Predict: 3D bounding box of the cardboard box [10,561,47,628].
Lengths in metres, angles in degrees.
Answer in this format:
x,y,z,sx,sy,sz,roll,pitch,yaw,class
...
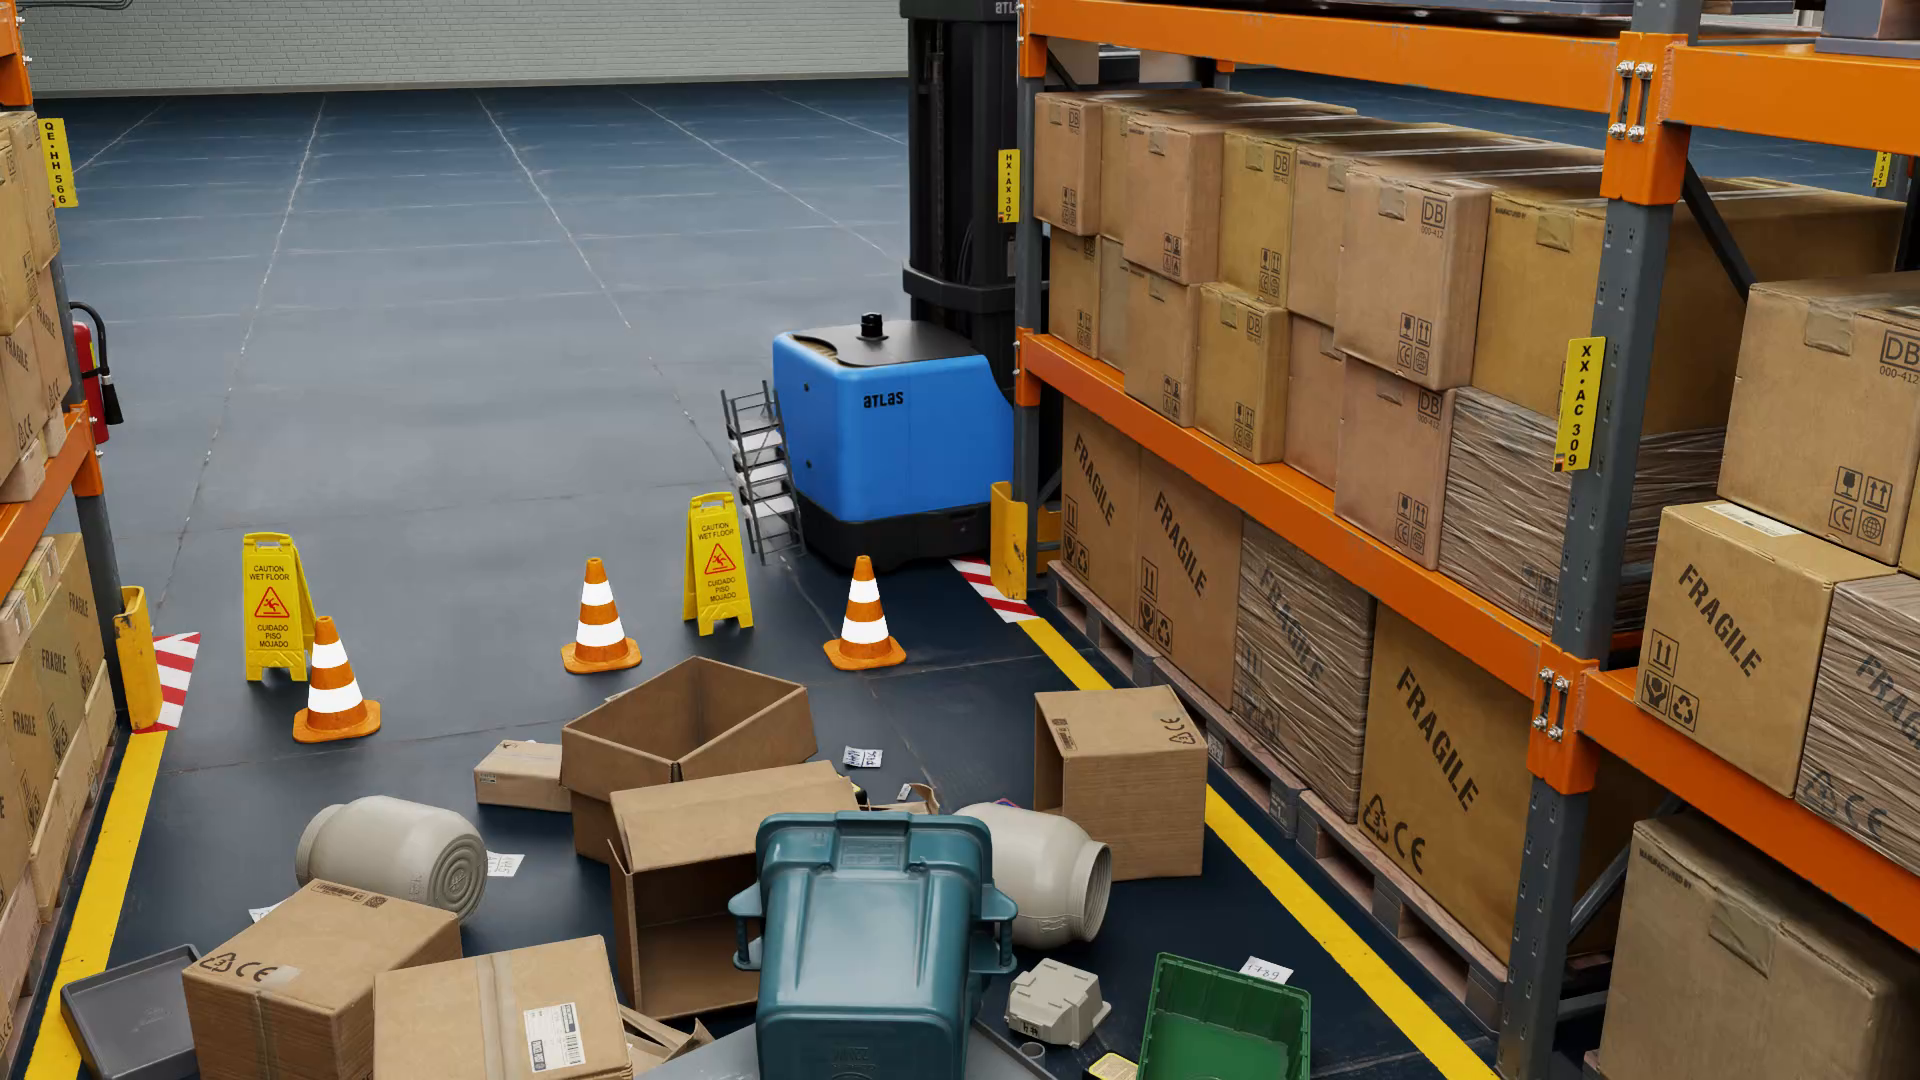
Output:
x,y,z,sx,sy,sz,roll,pitch,yaw,class
-3.162,0.196,5.311,0.380,0.149,0.250,-6,21,-16,cardboard box

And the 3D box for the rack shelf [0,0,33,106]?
x,y,z,sx,sy,sz,roll,pitch,yaw,class
-3.288,-1.095,4.153,1.077,0.370,4.000,-6,21,-17,rack shelf

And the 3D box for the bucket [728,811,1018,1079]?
x,y,z,sx,sy,sz,roll,pitch,yaw,class
-0.223,1.089,4.042,0.726,0.611,0.620,1,30,2,bucket

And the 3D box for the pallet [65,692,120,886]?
x,y,z,sx,sy,sz,roll,pitch,yaw,class
-3.671,0.938,5.993,1.003,0.211,1.213,-6,21,-17,pallet

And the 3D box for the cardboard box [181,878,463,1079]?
x,y,z,sx,sy,sz,roll,pitch,yaw,class
-1.704,1.307,4.534,0.500,0.500,0.500,8,21,20,cardboard box

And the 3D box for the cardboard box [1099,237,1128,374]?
x,y,z,sx,sy,sz,roll,pitch,yaw,class
1.104,-1.004,7.052,0.875,0.550,0.550,-6,21,-17,cardboard box

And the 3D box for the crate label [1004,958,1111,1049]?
x,y,z,sx,sy,sz,roll,pitch,yaw,class
0.277,1.365,4.914,0.250,0.136,0.298,12,23,30,crate label

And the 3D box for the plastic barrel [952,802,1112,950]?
x,y,z,sx,sy,sz,roll,pitch,yaw,class
0.196,1.073,5.302,0.512,0.421,0.421,8,21,20,plastic barrel

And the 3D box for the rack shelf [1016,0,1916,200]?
x,y,z,sx,sy,sz,roll,pitch,yaw,class
1.380,-1.653,5.708,1.077,0.370,4.000,-6,21,-17,rack shelf

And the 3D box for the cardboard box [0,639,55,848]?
x,y,z,sx,sy,sz,roll,pitch,yaw,class
-3.098,0.640,5.036,0.500,0.500,0.500,-7,21,-18,cardboard box

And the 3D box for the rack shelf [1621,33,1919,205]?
x,y,z,sx,sy,sz,roll,pitch,yaw,class
2.637,-0.369,2.134,1.077,0.370,4.000,-6,21,-17,rack shelf

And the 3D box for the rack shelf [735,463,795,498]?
x,y,z,sx,sy,sz,roll,pitch,yaw,class
-0.996,-0.309,8.498,0.258,0.077,0.200,-15,23,-17,rack shelf

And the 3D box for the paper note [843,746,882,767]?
x,y,z,sx,sy,sz,roll,pitch,yaw,class
-0.381,0.847,6.516,0.144,0.017,0.142,1,20,2,paper note

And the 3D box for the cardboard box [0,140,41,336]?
x,y,z,sx,sy,sz,roll,pitch,yaw,class
-3.138,-0.864,4.818,0.700,0.500,0.500,-7,21,-18,cardboard box

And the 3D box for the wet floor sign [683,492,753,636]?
x,y,z,sx,sy,sz,roll,pitch,yaw,class
-1.138,0.088,7.718,0.267,0.644,0.232,-10,22,-27,wet floor sign

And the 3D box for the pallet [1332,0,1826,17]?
x,y,z,sx,sy,sz,roll,pitch,yaw,class
1.761,-1.572,4.548,1.003,0.211,1.213,-6,21,-17,pallet

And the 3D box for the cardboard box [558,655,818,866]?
x,y,z,sx,sy,sz,roll,pitch,yaw,class
-0.961,0.806,5.927,0.637,0.503,0.797,12,23,30,cardboard box

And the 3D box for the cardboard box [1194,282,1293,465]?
x,y,z,sx,sy,sz,roll,pitch,yaw,class
1.367,-0.645,6.053,0.875,0.550,0.500,-6,21,-17,cardboard box

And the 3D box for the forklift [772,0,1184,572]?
x,y,z,sx,sy,sz,roll,pitch,yaw,class
0.544,-1.546,8.886,3.031,2.935,1.130,-10,22,-25,forklift

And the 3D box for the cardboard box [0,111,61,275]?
x,y,z,sx,sy,sz,roll,pitch,yaw,class
-3.548,-1.180,5.698,0.700,0.500,0.500,-7,21,-19,cardboard box

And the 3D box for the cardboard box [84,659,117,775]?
x,y,z,sx,sy,sz,roll,pitch,yaw,class
-3.399,0.672,6.055,0.500,0.250,0.500,-6,21,-17,cardboard box

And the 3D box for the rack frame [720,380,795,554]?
x,y,z,sx,sy,sz,roll,pitch,yaw,class
-1.038,-0.371,8.575,0.240,0.900,0.006,-15,23,-17,rack frame

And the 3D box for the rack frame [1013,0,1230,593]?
x,y,z,sx,sy,sz,roll,pitch,yaw,class
0.751,-1.222,7.880,1.000,3.000,0.127,-6,21,-17,rack frame

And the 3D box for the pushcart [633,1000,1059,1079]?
x,y,z,sx,sy,sz,roll,pitch,yaw,class
-0.510,1.596,3.914,1.648,0.377,0.936,-15,25,-36,pushcart

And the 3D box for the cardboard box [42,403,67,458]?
x,y,z,sx,sy,sz,roll,pitch,yaw,class
-3.411,-0.378,5.904,0.380,0.149,0.250,-7,21,-18,cardboard box

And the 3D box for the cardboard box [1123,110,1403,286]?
x,y,z,sx,sy,sz,roll,pitch,yaw,class
1.138,-1.316,6.325,0.875,0.550,0.550,-6,21,-17,cardboard box

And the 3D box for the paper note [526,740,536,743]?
x,y,z,sx,sy,sz,roll,pitch,yaw,class
-1.729,0.826,6.572,0.148,0.019,0.142,-15,25,-36,paper note

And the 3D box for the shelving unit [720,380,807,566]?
x,y,z,sx,sy,sz,roll,pitch,yaw,class
-1.000,-0.340,8.485,0.258,0.900,0.210,-15,23,-17,shelving unit

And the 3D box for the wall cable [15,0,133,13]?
x,y,z,sx,sy,sz,roll,pitch,yaw,class
-18.364,-11.891,33.302,3.097,2.526,0.112,-6,21,-17,wall cable

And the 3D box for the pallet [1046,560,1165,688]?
x,y,z,sx,sy,sz,roll,pitch,yaw,class
1.077,0.339,7.660,1.003,0.211,1.213,-6,21,-17,pallet

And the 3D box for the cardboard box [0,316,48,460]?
x,y,z,sx,sy,sz,roll,pitch,yaw,class
-3.331,-0.544,5.406,0.500,0.500,0.500,-6,21,-17,cardboard box

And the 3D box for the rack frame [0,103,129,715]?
x,y,z,sx,sy,sz,roll,pitch,yaw,class
-3.916,-0.663,6.326,1.000,3.000,0.127,-6,21,-17,rack frame

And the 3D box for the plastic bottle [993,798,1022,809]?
x,y,z,sx,sy,sz,roll,pitch,yaw,class
0.091,1.018,5.991,0.283,0.061,0.133,-15,25,-36,plastic bottle

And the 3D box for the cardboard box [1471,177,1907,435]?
x,y,z,sx,sy,sz,roll,pitch,yaw,class
1.925,-0.639,4.438,0.875,0.550,0.550,-6,21,-17,cardboard box

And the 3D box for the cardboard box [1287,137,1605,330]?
x,y,z,sx,sy,sz,roll,pitch,yaw,class
1.603,-0.991,5.418,0.875,0.550,0.550,-6,21,-17,cardboard box

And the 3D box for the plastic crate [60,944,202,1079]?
x,y,z,sx,sy,sz,roll,pitch,yaw,class
-2.374,1.404,4.891,0.402,0.080,0.583,-15,25,-36,plastic crate

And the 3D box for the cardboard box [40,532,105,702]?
x,y,z,sx,sy,sz,roll,pitch,yaw,class
-3.417,0.310,5.954,0.500,0.500,0.500,-6,21,-17,cardboard box

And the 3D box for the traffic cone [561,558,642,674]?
x,y,z,sx,sy,sz,roll,pitch,yaw,class
-1.610,0.305,7.384,0.336,0.463,0.334,-6,21,-17,traffic cone

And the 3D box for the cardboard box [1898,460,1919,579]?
x,y,z,sx,sy,sz,roll,pitch,yaw,class
2.334,-0.132,3.220,0.700,0.500,0.500,-7,21,-18,cardboard box

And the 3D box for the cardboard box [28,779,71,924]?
x,y,z,sx,sy,sz,roll,pitch,yaw,class
-3.082,0.998,5.146,0.500,0.250,0.500,-7,21,-19,cardboard box

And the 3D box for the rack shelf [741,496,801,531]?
x,y,z,sx,sy,sz,roll,pitch,yaw,class
-0.973,-0.144,8.567,0.258,0.077,0.200,-15,23,-17,rack shelf

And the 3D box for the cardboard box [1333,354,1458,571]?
x,y,z,sx,sy,sz,roll,pitch,yaw,class
1.687,-0.300,5.092,0.875,0.550,0.550,-6,21,-17,cardboard box

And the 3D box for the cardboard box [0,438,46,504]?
x,y,z,sx,sy,sz,roll,pitch,yaw,class
-3.241,-0.214,5.447,0.380,0.149,0.250,-6,21,-16,cardboard box

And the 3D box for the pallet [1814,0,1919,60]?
x,y,z,sx,sy,sz,roll,pitch,yaw,class
2.343,-0.971,3.027,0.805,0.209,1.217,-7,21,-19,pallet

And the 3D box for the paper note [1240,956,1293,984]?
x,y,z,sx,sy,sz,roll,pitch,yaw,class
0.937,1.340,5.141,0.142,0.020,0.147,12,23,30,paper note

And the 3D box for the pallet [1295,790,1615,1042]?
x,y,z,sx,sy,sz,roll,pitch,yaw,class
1.844,1.122,5.480,1.003,0.211,1.213,-6,21,-17,pallet

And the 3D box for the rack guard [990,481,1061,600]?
x,y,z,sx,sy,sz,roll,pitch,yaw,class
0.744,-0.053,8.324,1.175,0.500,0.348,-6,21,-17,rack guard

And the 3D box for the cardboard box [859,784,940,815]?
x,y,z,sx,sy,sz,roll,pitch,yaw,class
-0.280,0.993,5.759,0.396,0.266,0.258,-3,20,-8,cardboard box

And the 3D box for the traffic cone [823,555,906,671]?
x,y,z,sx,sy,sz,roll,pitch,yaw,class
-0.430,0.294,7.414,0.336,0.463,0.334,-6,21,-17,traffic cone

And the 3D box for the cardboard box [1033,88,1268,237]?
x,y,z,sx,sy,sz,roll,pitch,yaw,class
0.831,-1.677,7.329,0.875,0.550,0.550,-6,21,-17,cardboard box

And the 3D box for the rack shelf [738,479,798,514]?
x,y,z,sx,sy,sz,roll,pitch,yaw,class
-0.985,-0.227,8.532,0.258,0.077,0.200,-15,23,-17,rack shelf

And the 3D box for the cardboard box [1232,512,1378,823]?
x,y,z,sx,sy,sz,roll,pitch,yaw,class
1.590,0.366,5.981,0.875,0.875,0.875,-6,21,-17,cardboard box

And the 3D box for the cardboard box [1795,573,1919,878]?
x,y,z,sx,sy,sz,roll,pitch,yaw,class
2.078,0.374,3.289,0.500,0.500,0.500,-6,21,-17,cardboard box

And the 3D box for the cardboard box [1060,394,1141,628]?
x,y,z,sx,sy,sz,roll,pitch,yaw,class
1.027,-0.209,7.582,0.875,0.875,0.875,-6,21,-17,cardboard box

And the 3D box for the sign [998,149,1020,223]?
x,y,z,sx,sy,sz,roll,pitch,yaw,class
0.222,-1.609,7.562,0.100,0.325,0.005,-6,21,-17,sign

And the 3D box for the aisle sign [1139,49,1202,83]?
x,y,z,sx,sy,sz,roll,pitch,yaw,class
1.014,-2.500,7.593,0.394,0.787,0.004,-6,21,-17,aisle sign

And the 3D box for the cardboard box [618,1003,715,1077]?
x,y,z,sx,sy,sz,roll,pitch,yaw,class
-0.878,1.418,4.577,0.396,0.266,0.258,12,23,30,cardboard box

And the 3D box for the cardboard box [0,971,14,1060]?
x,y,z,sx,sy,sz,roll,pitch,yaw,class
-2.767,1.329,4.226,0.500,0.250,0.500,-5,20,-14,cardboard box
